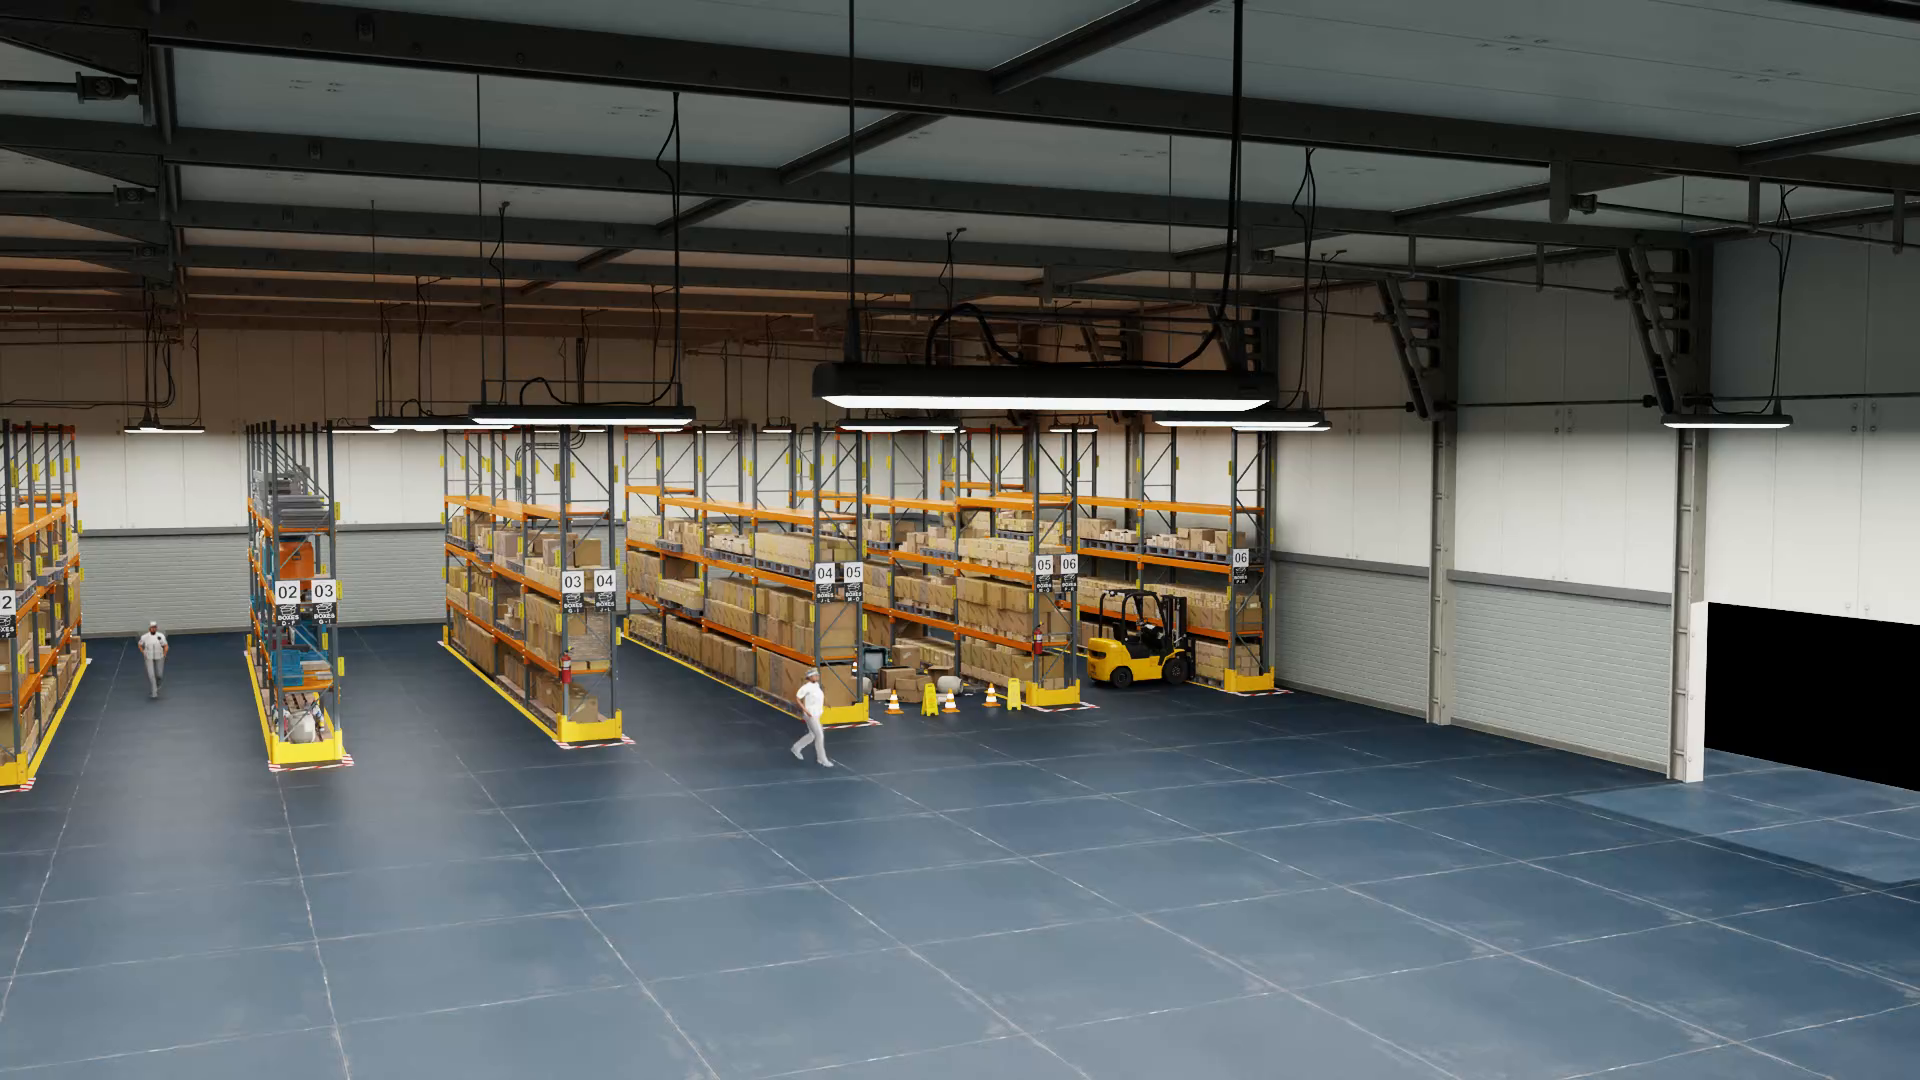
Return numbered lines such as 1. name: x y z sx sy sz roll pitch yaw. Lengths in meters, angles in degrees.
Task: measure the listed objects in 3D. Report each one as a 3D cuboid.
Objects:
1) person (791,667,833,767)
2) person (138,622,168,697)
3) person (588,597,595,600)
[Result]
1. person: -2.589 3.063 28.935 0.851 1.715 0.580 1 4 19
2. person: -17.831 2.626 36.770 0.608 1.641 0.670 -2 4 -29
3. person: -10.223 2.058 46.053 0.601 1.603 0.539 -1 4 -15
